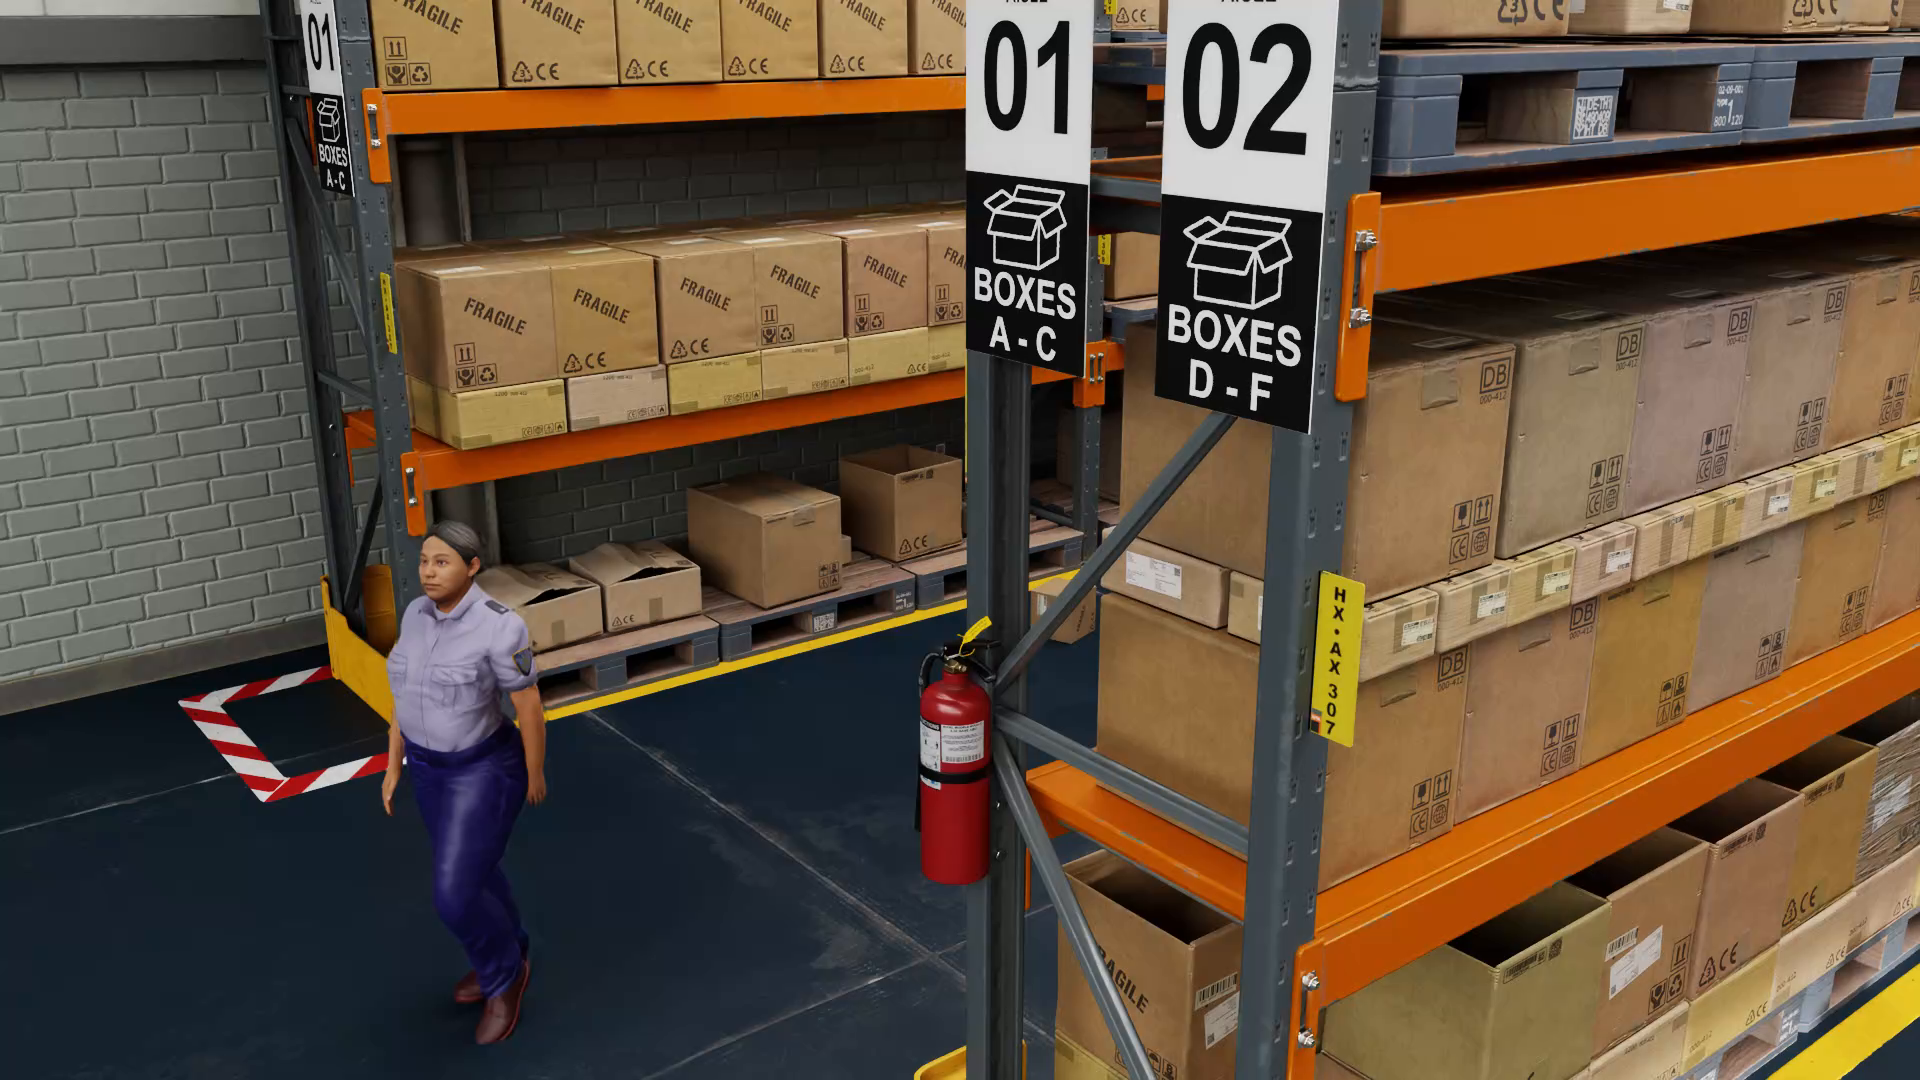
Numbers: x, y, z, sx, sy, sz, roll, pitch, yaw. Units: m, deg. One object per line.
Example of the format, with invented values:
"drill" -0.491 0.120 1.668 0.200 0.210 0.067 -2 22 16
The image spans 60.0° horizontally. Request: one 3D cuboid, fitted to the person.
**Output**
"person" -1.577 0.707 5.198 0.469 1.563 0.482 11 21 30
